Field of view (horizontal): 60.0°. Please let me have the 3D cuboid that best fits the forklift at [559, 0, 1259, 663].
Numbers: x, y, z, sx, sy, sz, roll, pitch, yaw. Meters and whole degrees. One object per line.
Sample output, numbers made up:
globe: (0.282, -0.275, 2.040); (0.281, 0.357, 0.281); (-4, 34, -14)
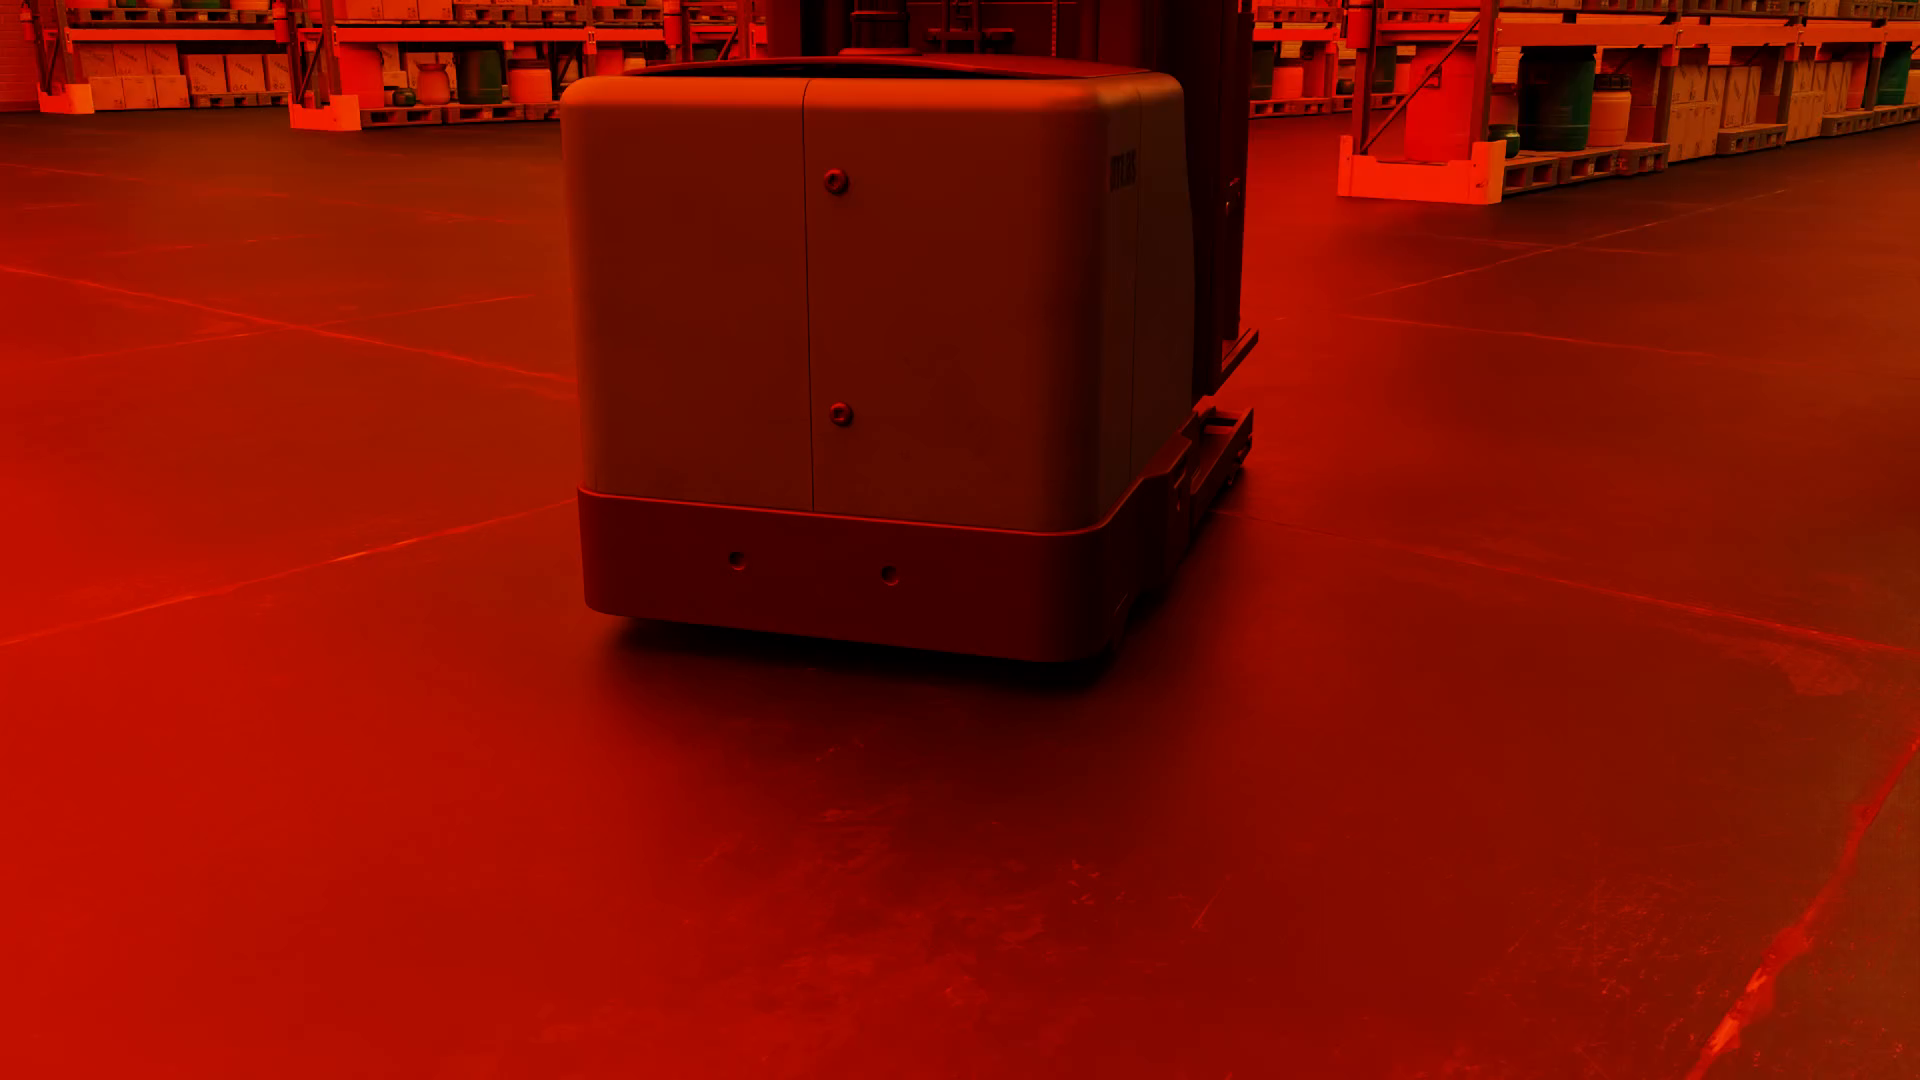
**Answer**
forklift: (0.182, -1.571, 4.072); (1.130, 2.935, 3.031); (5, 18, 17)
